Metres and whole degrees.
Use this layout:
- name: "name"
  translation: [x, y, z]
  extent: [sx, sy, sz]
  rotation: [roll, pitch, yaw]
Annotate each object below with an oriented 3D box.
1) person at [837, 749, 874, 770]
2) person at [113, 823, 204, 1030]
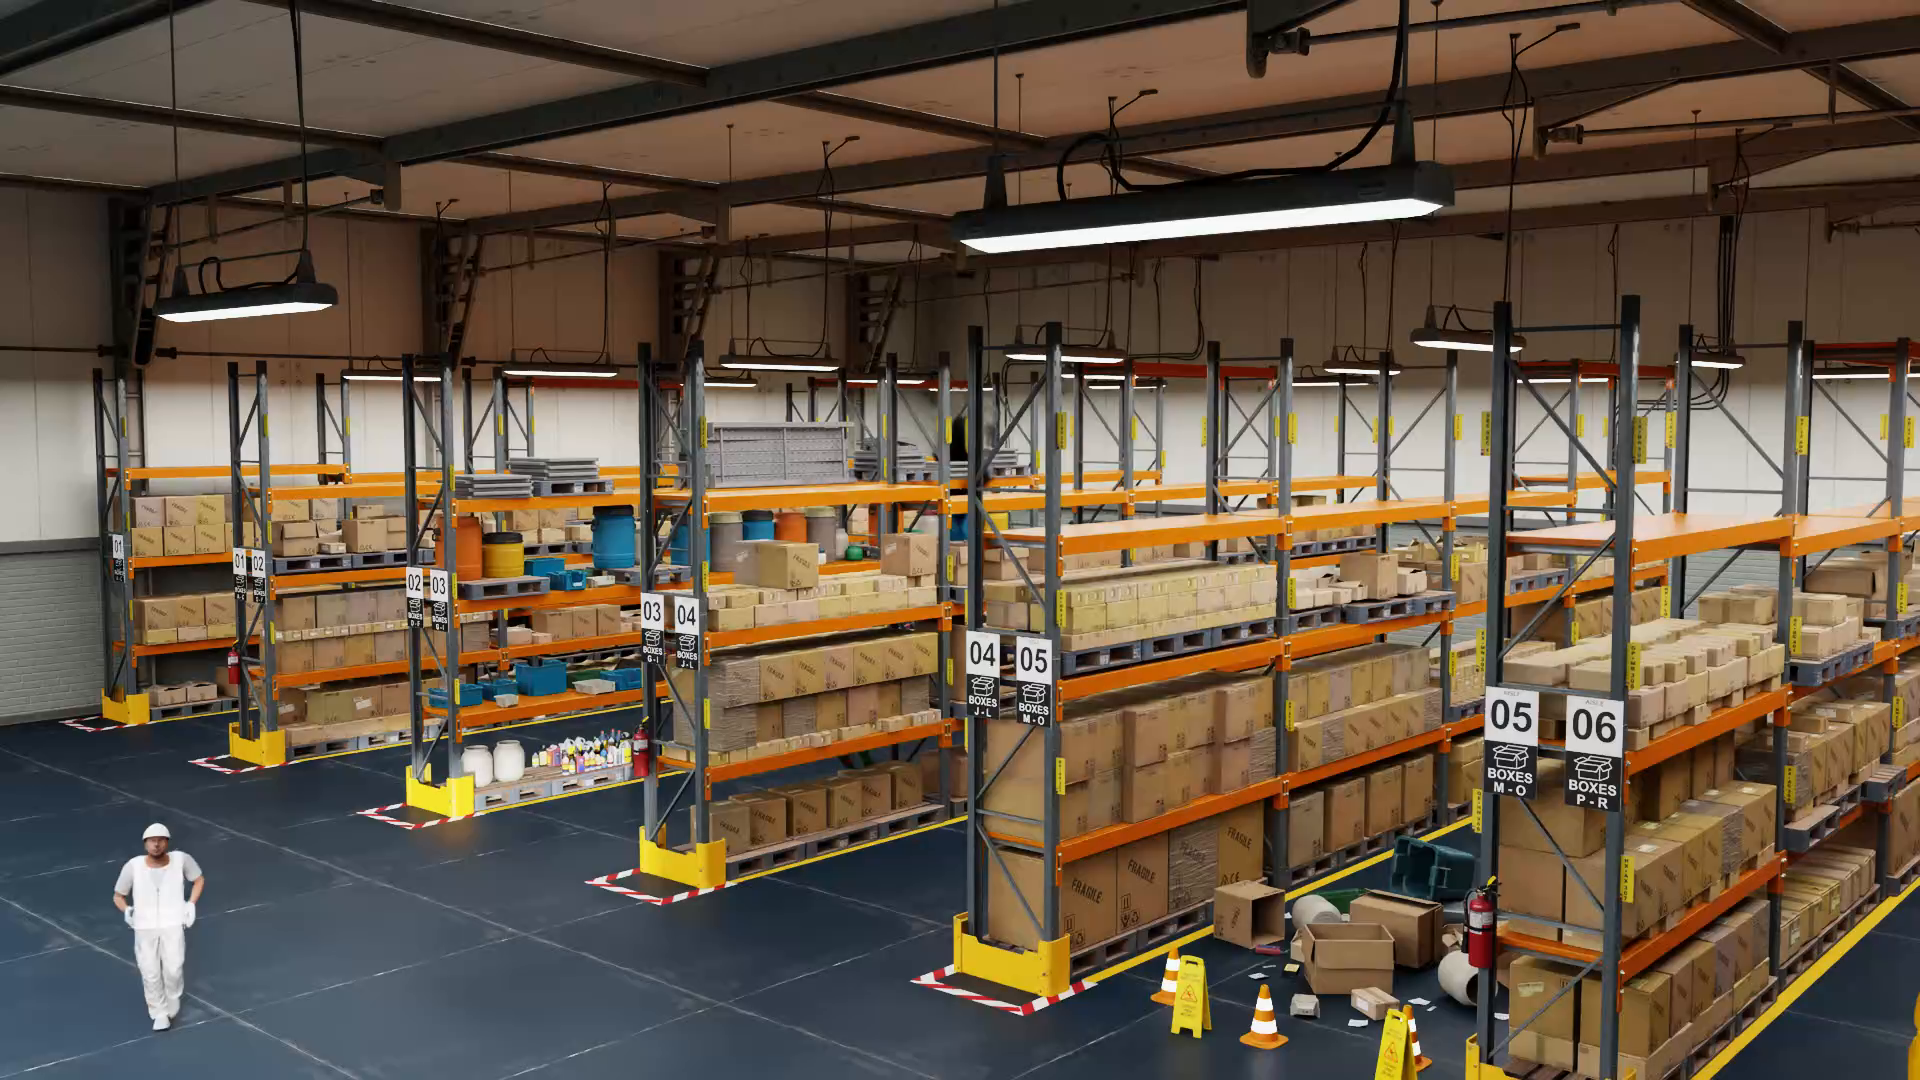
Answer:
- name: "person"
  translation: [-1.462, 2.585, 22.965]
  extent: [0.649, 1.778, 0.785]
  rotation: [3, 5, 38]
- name: "person"
  translation: [-6.752, 3.264, 14.035]
  extent: [0.698, 1.742, 0.587]
  rotation: [-2, 5, -24]
